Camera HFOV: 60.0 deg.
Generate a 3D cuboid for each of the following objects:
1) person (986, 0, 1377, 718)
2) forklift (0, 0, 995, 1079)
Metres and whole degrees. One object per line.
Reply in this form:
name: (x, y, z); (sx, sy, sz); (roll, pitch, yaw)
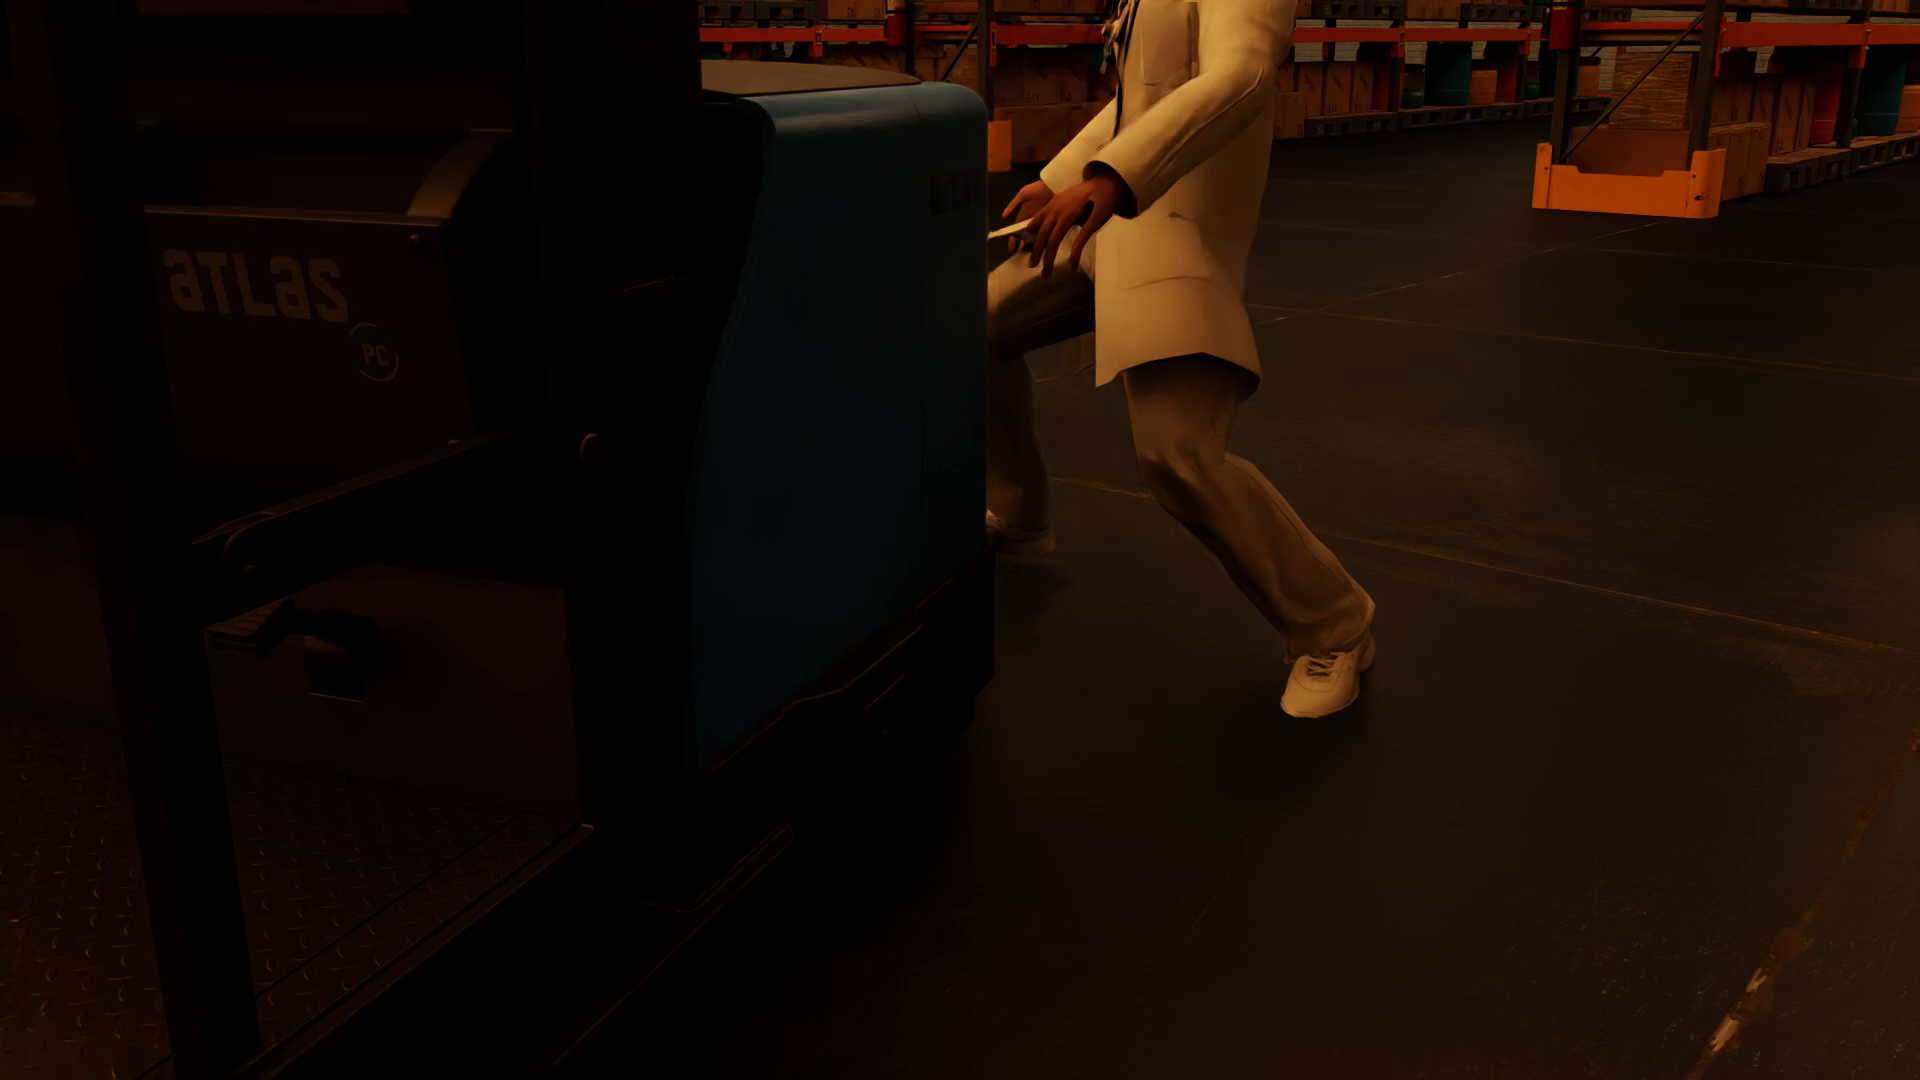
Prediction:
person: (0.334, -0.558, 3.095); (0.879, 1.640, 1.011); (-2, 17, -6)
forklift: (-0.953, -0.764, 1.413); (1.130, 2.935, 3.031); (7, 18, 21)
